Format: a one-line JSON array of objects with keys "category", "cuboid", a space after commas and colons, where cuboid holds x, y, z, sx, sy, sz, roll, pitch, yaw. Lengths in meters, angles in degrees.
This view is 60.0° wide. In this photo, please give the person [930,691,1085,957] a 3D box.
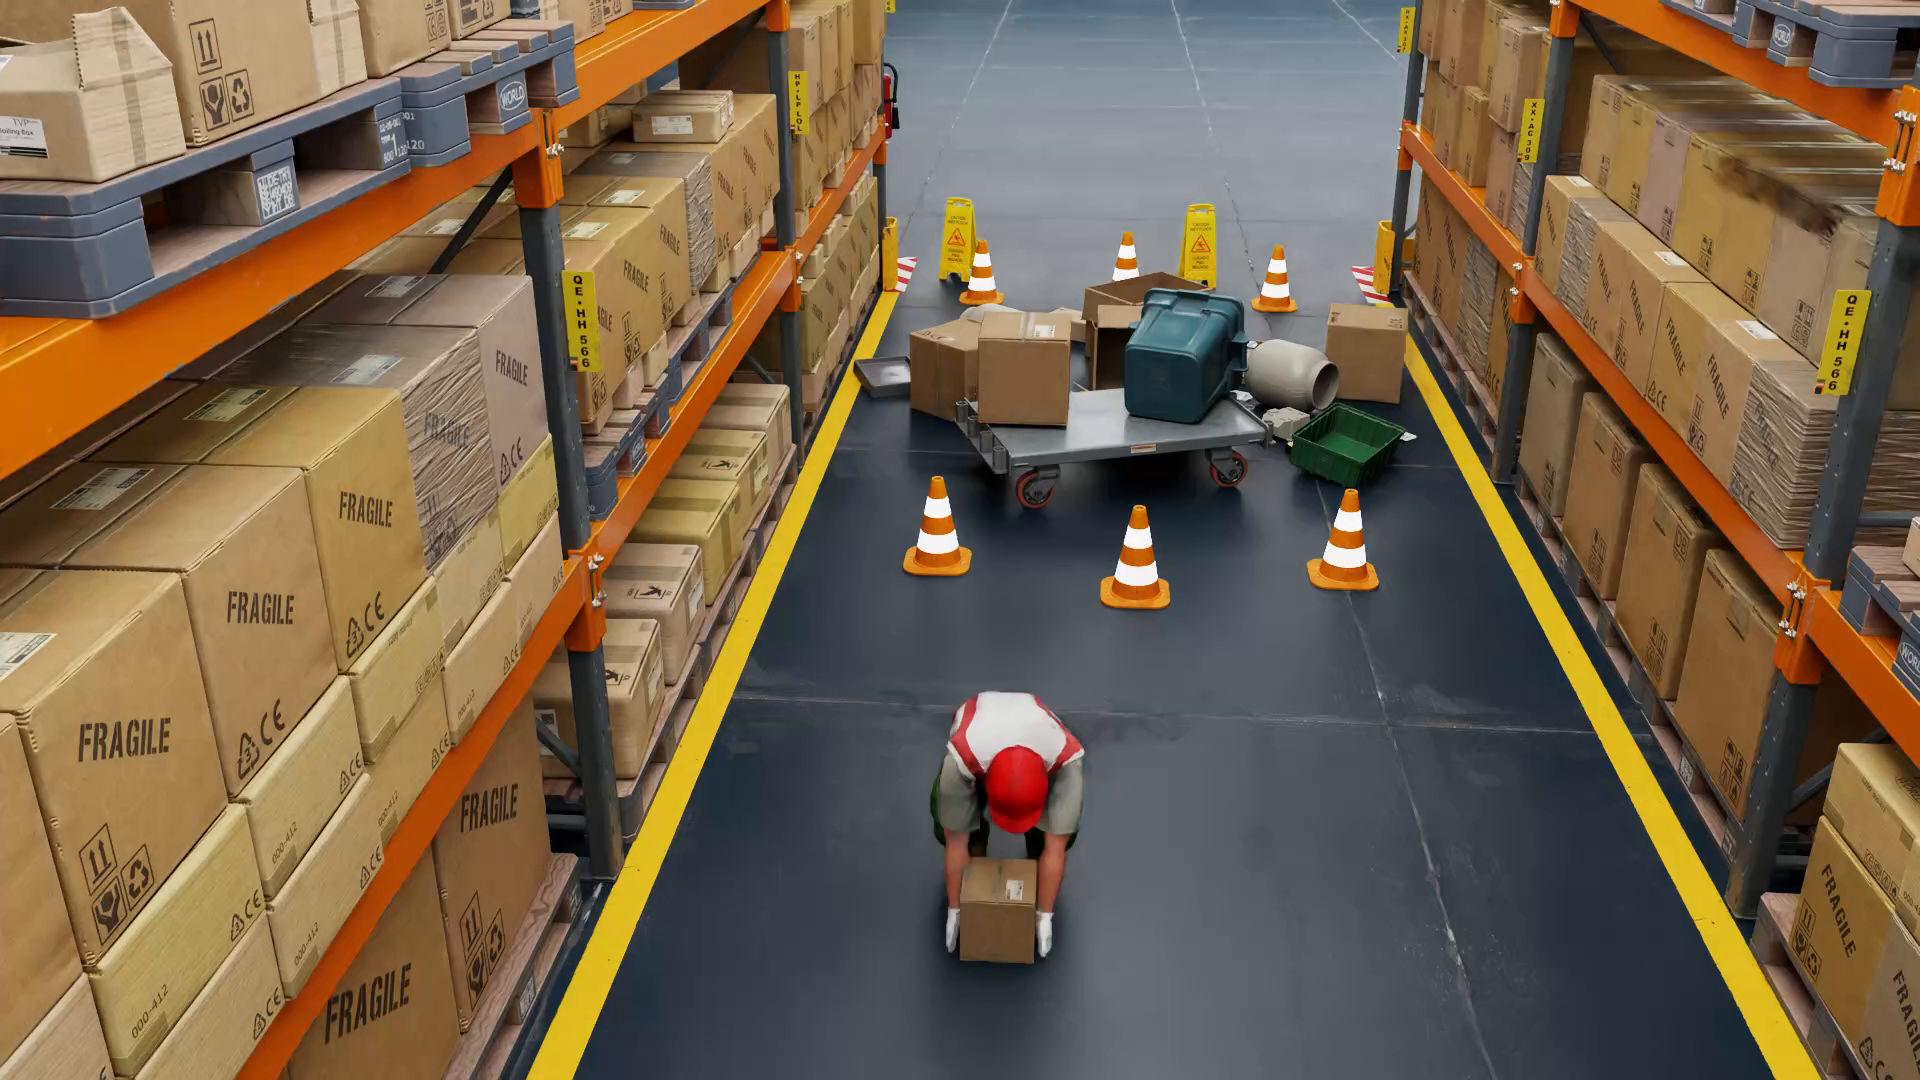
[{"category": "person", "cuboid": [0.164, 0.936, 5.844, 0.541, 0.879, 0.923, 2, 24, 4]}]
